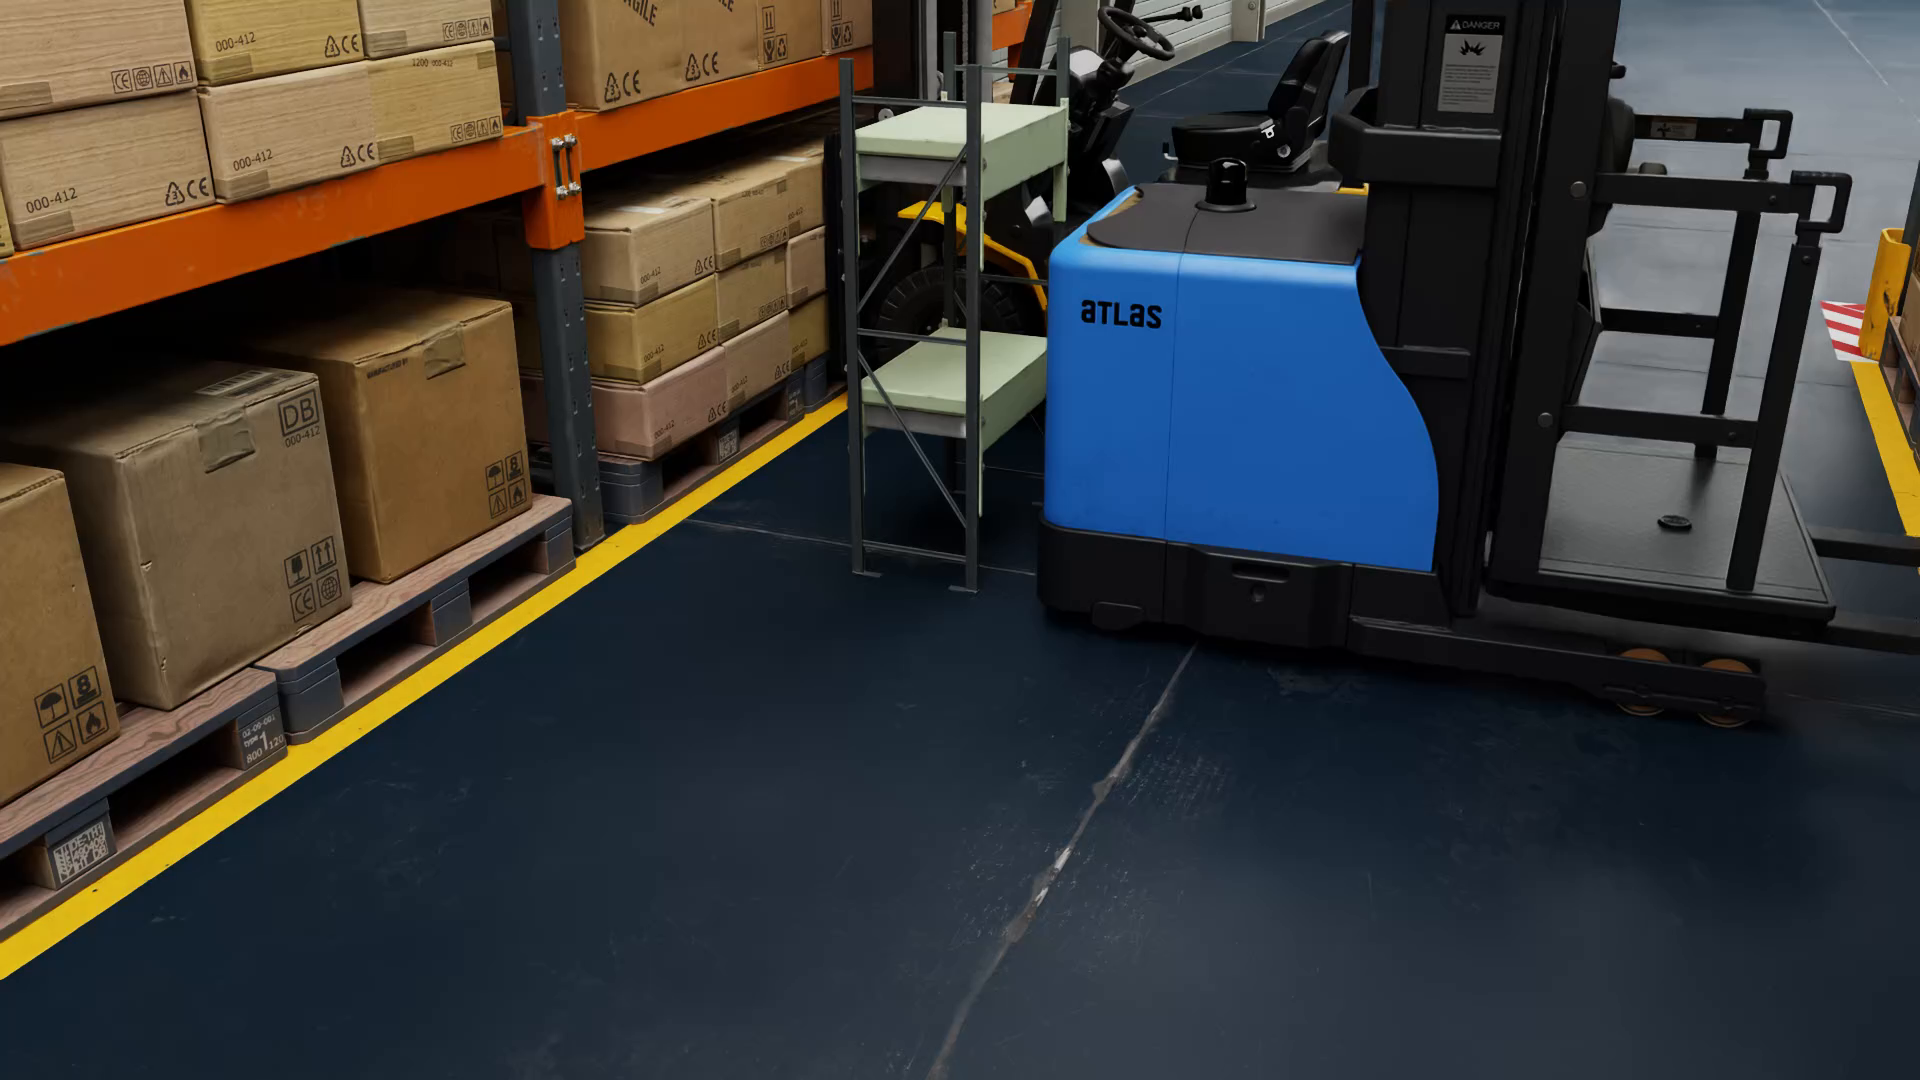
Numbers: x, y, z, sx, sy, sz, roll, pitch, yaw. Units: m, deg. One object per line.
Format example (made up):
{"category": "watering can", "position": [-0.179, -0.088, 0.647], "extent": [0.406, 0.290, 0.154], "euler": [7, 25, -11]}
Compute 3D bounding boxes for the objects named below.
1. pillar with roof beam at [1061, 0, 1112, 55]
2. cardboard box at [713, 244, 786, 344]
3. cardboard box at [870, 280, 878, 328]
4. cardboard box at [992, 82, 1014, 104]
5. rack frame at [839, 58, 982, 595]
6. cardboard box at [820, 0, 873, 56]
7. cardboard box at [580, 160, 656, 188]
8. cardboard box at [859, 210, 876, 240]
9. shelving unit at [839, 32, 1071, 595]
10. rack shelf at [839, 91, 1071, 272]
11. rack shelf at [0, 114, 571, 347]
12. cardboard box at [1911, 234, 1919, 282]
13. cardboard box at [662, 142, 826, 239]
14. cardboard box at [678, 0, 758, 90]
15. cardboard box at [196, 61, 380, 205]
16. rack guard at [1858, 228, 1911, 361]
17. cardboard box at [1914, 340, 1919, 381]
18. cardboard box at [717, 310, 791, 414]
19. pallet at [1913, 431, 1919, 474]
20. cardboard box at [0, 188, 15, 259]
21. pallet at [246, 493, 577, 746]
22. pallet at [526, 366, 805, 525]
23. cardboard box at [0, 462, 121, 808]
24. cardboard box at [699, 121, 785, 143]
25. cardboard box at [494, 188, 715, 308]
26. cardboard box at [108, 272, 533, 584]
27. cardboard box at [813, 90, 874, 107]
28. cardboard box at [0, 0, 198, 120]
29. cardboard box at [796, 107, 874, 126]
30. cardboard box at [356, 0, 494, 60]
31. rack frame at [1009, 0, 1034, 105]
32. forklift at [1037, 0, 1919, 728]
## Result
{"category": "pillar with roof beam", "position": [5.010, -7.046, 10.443], "extent": [9.100, 9.000, 0.400], "euler": [9, 24, 20]}
{"category": "cardboard box", "position": [-0.954, -0.901, 5.889], "extent": [0.500, 0.250, 0.500], "euler": [9, 24, 20]}
{"category": "cardboard box", "position": [-0.561, -1.035, 6.860], "extent": [0.500, 0.250, 0.500], "euler": [10, 25, 22]}
{"category": "cardboard box", "position": [-0.001, -2.044, 7.977], "extent": [0.500, 0.250, 0.500], "euler": [10, 25, 22]}
{"category": "rack frame", "position": [-0.133, -0.563, 4.653], "extent": [0.400, 1.500, 0.023], "euler": [9, 24, 20]}
{"category": "cardboard box", "position": [-0.627, -2.150, 6.377], "extent": [0.500, 0.500, 0.500], "euler": [9, 24, 20]}
{"category": "cardboard box", "position": [-1.428, -1.209, 5.979], "extent": [0.500, 0.250, 0.500], "euler": [8, 24, 19]}
{"category": "cardboard box", "position": [-0.568, -1.260, 6.748], "extent": [0.500, 0.250, 0.500], "euler": [9, 24, 20]}
{"category": "shelving unit", "position": [0.002, -0.694, 4.967], "extent": [0.431, 1.500, 0.755], "euler": [9, 24, 20]}
{"category": "rack shelf", "position": [0.002, -1.055, 4.816], "extent": [0.431, 0.370, 0.720], "euler": [9, 24, 20]}
{"category": "rack shelf", "position": [-2.348, -0.388, 3.221], "extent": [1.077, 0.370, 4.000], "euler": [9, 24, 20]}
{"category": "cardboard box", "position": [3.925, -1.171, 6.212], "extent": [0.500, 0.500, 0.500], "euler": [8, 24, 18]}
{"category": "cardboard box", "position": [-0.761, -1.312, 6.223], "extent": [0.500, 0.250, 0.500], "euler": [10, 25, 22]}
{"category": "cardboard box", "position": [-1.020, -1.792, 5.519], "extent": [0.500, 0.500, 0.500], "euler": [9, 24, 21]}
{"category": "cardboard box", "position": [-1.731, -0.968, 3.870], "extent": [0.500, 0.250, 0.500], "euler": [9, 24, 20]}
{"category": "rack guard", "position": [4.462, -0.977, 6.941], "extent": [1.175, 0.500, 0.348], "euler": [9, 24, 20]}
{"category": "cardboard box", "position": [3.737, -0.652, 5.942], "extent": [0.500, 0.250, 0.500], "euler": [10, 25, 22]}
{"category": "cardboard box", "position": [-0.944, -0.670, 5.986], "extent": [0.500, 0.250, 0.500], "euler": [8, 24, 19]}
{"category": "pallet", "position": [3.673, -0.123, 5.271], "extent": [1.003, 0.211, 1.213], "euler": [9, 24, 20]}
{"category": "cardboard box", "position": [-2.129, -0.609, 3.011], "extent": [0.500, 0.250, 0.500], "euler": [10, 25, 22]}
{"category": "pallet", "position": [-1.843, 0.120, 4.688], "extent": [1.003, 0.211, 1.213], "euler": [9, 24, 20]}
{"category": "pallet", "position": [-1.271, -0.428, 6.000], "extent": [1.003, 0.211, 1.213], "euler": [9, 24, 20]}
{"category": "cardboard box", "position": [-2.362, 0.200, 3.414], "extent": [0.875, 0.625, 0.625], "euler": [8, 24, 18]}
{"category": "cardboard box", "position": [-1.049, -1.569, 6.841], "extent": [0.500, 0.250, 0.500], "euler": [8, 24, 19]}
{"category": "cardboard box", "position": [-1.135, -0.950, 5.359], "extent": [0.500, 0.250, 0.500], "euler": [8, 24, 19]}
{"category": "cardboard box", "position": [-1.789, -0.345, 4.721], "extent": [0.875, 0.625, 0.625], "euler": [10, 25, 22]}
{"category": "cardboard box", "position": [-0.656, -1.929, 7.702], "extent": [0.500, 0.250, 0.500], "euler": [9, 24, 20]}
{"category": "cardboard box", "position": [-1.930, -1.018, 3.341], "extent": [0.500, 0.250, 0.500], "euler": [9, 24, 21]}
{"category": "cardboard box", "position": [-0.364, -1.679, 7.102], "extent": [0.500, 0.250, 0.500], "euler": [9, 24, 21]}
{"category": "cardboard box", "position": [-1.551, -1.385, 4.220], "extent": [0.500, 0.250, 0.500], "euler": [8, 24, 19]}
{"category": "rack frame", "position": [-0.120, -2.867, 8.222], "extent": [1.000, 3.000, 0.127], "euler": [9, 24, 20]}
{"category": "forklift", "position": [1.792, -1.116, 4.119], "extent": [3.031, 2.935, 1.130], "euler": [7, 24, 17]}
